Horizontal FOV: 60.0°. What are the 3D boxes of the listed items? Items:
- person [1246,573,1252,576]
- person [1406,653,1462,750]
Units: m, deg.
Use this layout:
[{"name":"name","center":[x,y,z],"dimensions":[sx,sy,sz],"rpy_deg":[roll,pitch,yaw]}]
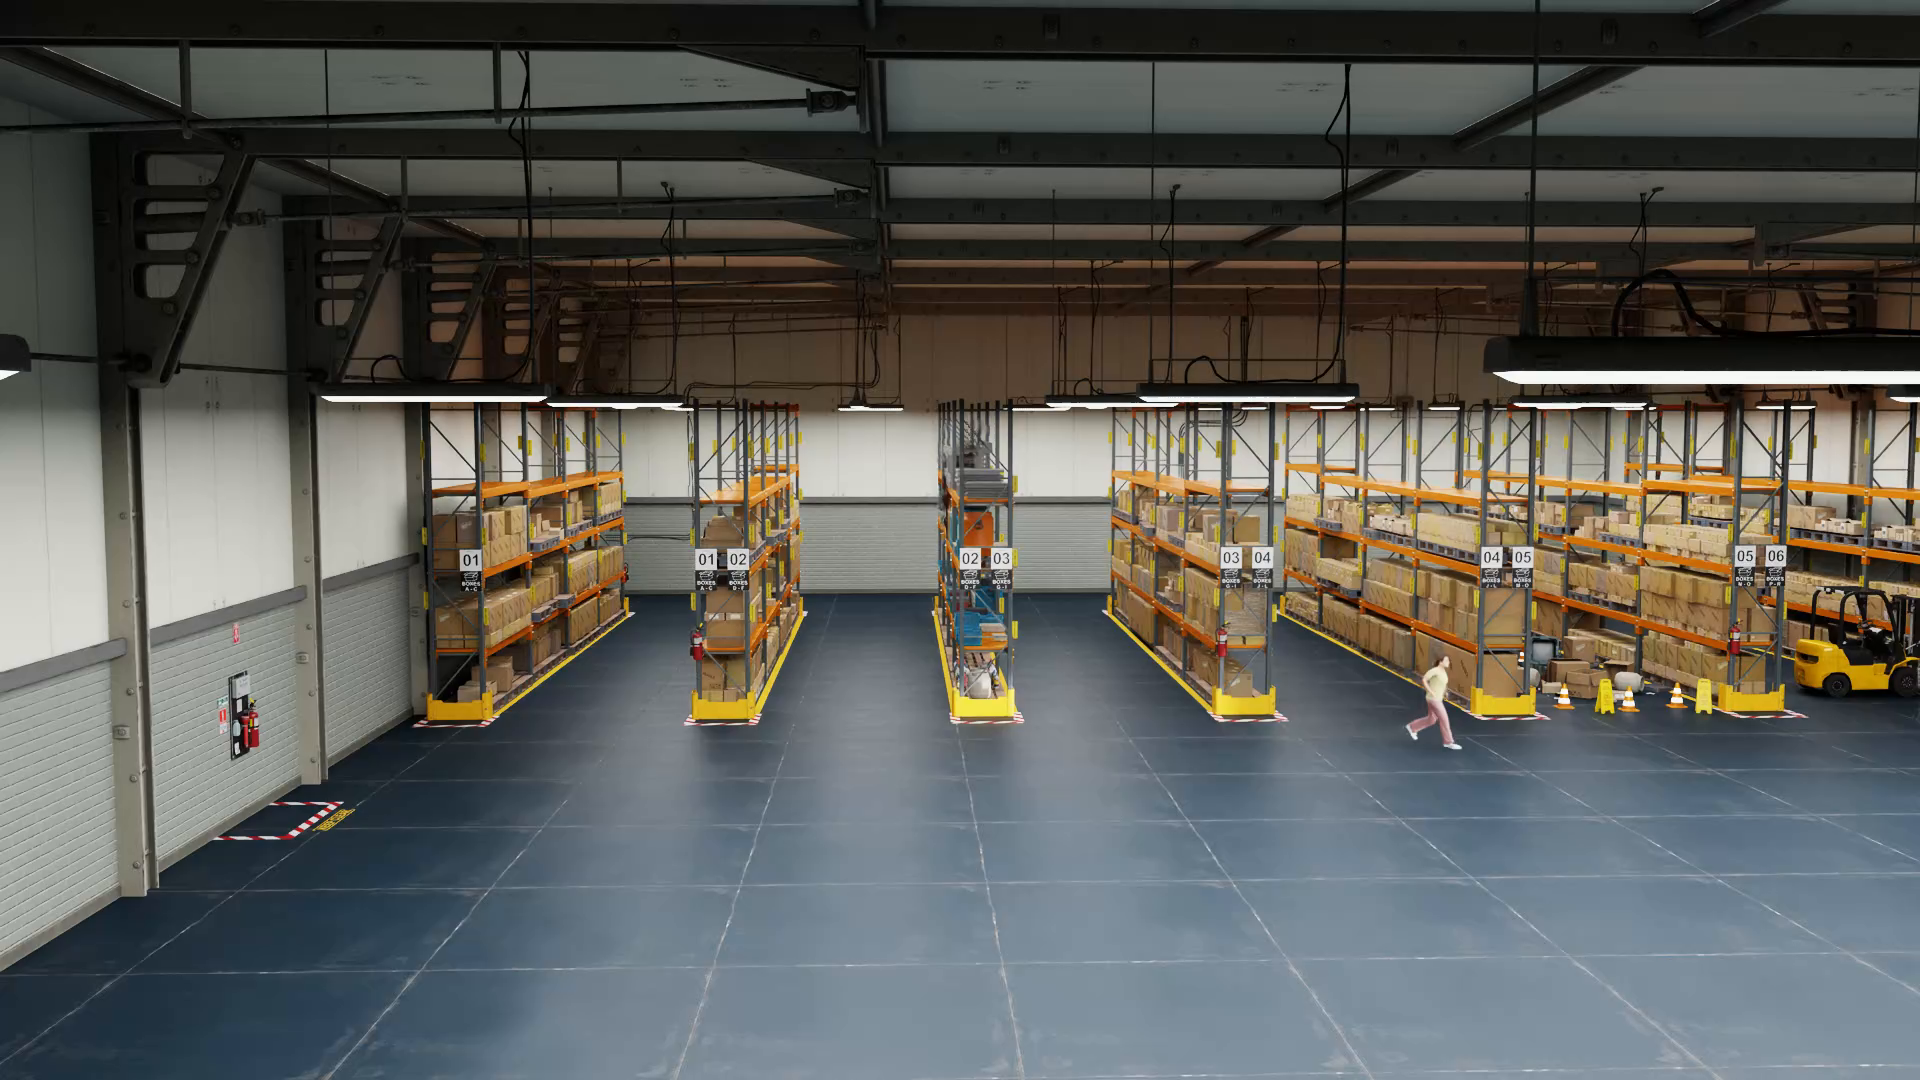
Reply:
[{"name":"person","center":[8.113,1.220,48.248],"dimensions":[0.778,1.676,0.643],"rpy_deg":[4,6,41]},{"name":"person","center":[8.107,2.739,28.492],"dimensions":[0.997,1.629,0.609],"rpy_deg":[4,6,40]}]
